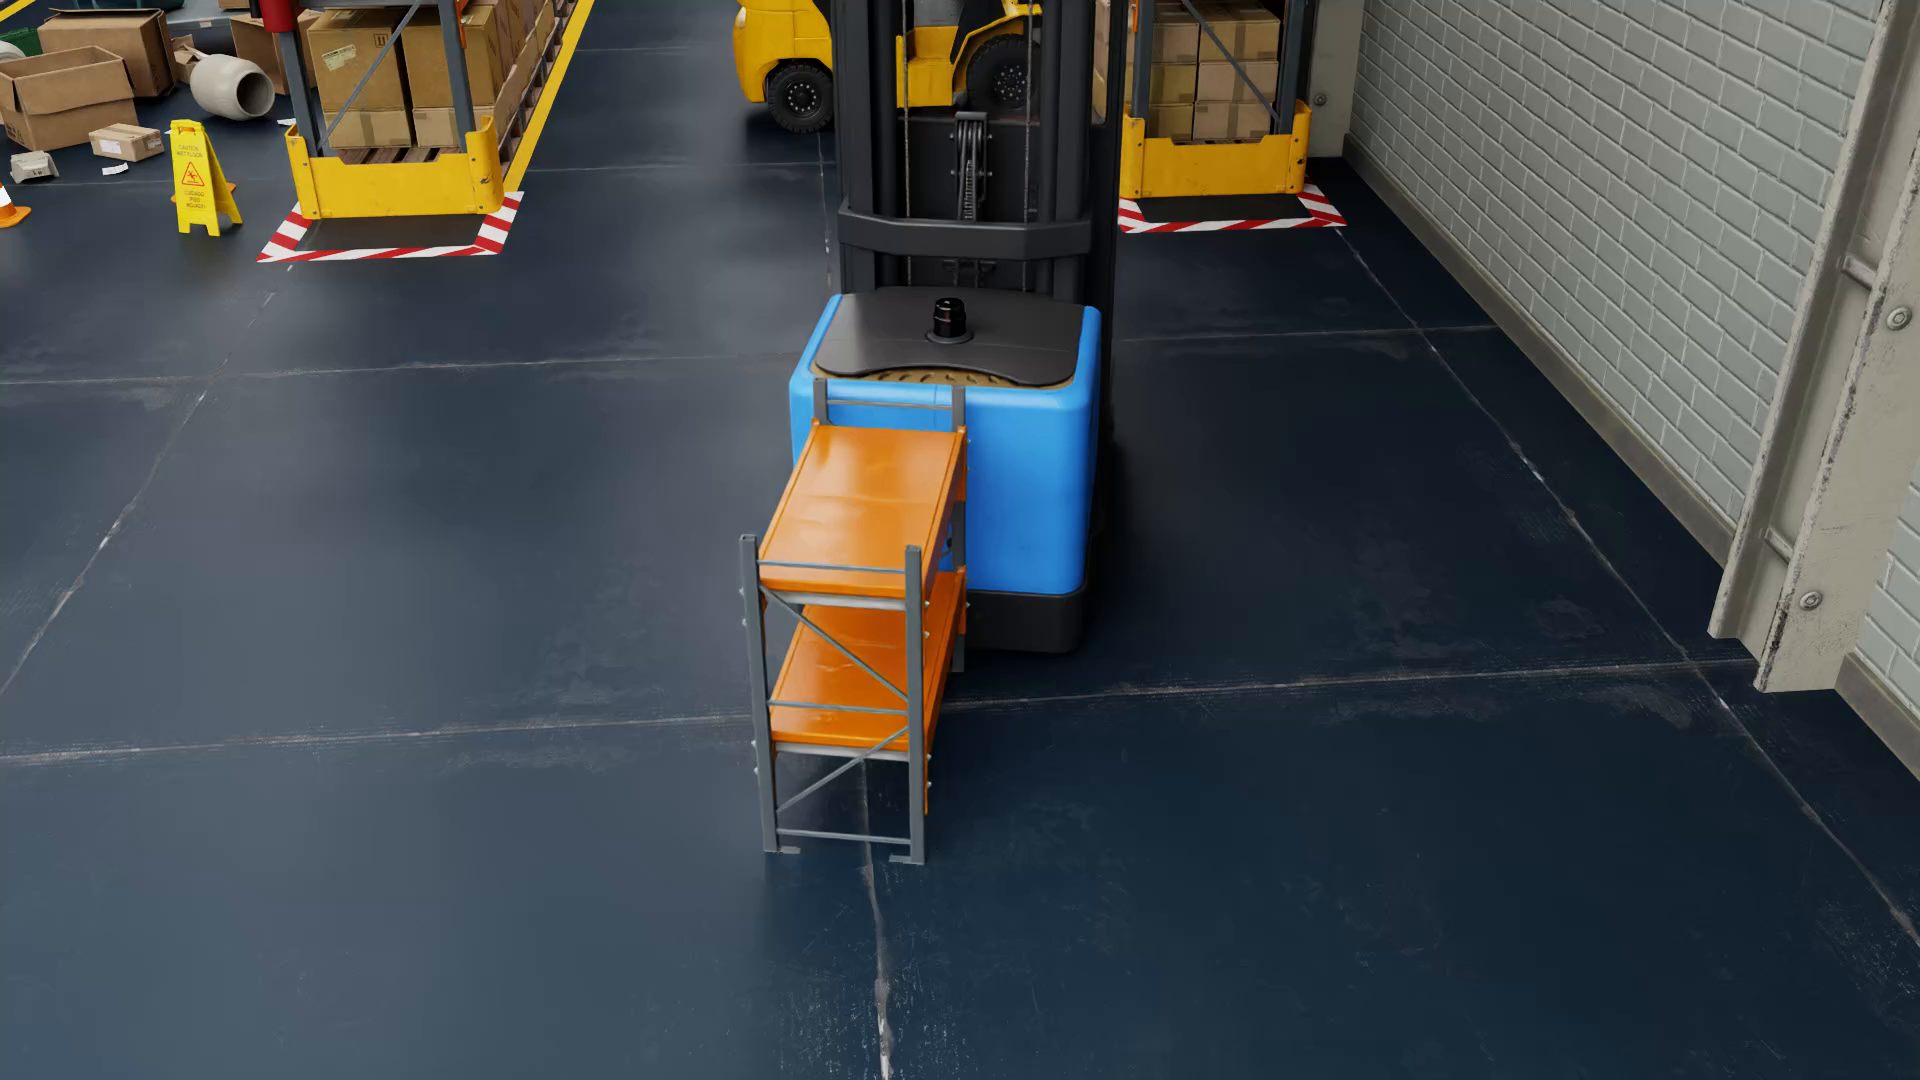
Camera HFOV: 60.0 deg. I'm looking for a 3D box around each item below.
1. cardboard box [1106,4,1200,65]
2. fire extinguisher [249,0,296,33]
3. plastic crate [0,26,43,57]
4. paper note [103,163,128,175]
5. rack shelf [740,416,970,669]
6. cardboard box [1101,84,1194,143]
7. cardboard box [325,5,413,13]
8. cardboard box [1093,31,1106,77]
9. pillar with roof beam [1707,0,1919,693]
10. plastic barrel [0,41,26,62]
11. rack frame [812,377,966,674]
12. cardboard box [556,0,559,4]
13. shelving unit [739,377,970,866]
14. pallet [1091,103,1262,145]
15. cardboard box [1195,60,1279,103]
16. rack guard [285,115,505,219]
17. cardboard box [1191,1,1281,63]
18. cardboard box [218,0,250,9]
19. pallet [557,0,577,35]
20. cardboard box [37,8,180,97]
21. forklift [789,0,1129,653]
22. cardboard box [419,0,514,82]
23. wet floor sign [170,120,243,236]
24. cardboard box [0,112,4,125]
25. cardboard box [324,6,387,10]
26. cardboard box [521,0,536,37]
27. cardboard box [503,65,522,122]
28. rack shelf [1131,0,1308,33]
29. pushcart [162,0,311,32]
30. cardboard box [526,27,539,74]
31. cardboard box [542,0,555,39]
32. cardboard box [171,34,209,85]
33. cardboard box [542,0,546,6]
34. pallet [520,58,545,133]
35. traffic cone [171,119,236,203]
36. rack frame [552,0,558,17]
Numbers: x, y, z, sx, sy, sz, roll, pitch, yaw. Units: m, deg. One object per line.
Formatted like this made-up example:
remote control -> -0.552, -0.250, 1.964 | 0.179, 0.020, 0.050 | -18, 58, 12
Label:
cardboard box -> 1.204, -3.174, 10.435 | 0.500, 0.250, 0.500 | -2, 31, -3
fire extinguisher -> -3.832, -3.171, 9.209 | 0.296, 0.674, 0.183 | -3, 31, -5
plastic crate -> -7.356, -3.830, 12.922 | 0.450, 0.188, 0.662 | 4, 30, 26
paper note -> -5.454, -2.397, 10.734 | 0.148, 0.019, 0.142 | -14, 33, -22
rack shelf -> -0.293, -0.020, 5.116 | 0.538, 0.278, 1.000 | 4, 31, 6
cardboard box -> 1.199, -2.749, 10.699 | 0.500, 0.250, 0.500 | -3, 31, -4
cardboard box -> -3.771, -3.269, 10.839 | 0.500, 0.500, 0.500 | -2, 31, -3
cardboard box -> 1.165, -3.229, 11.015 | 0.500, 0.250, 0.500 | -3, 31, -5
pillar with roof beam -> -1.336, -3.229, 3.380 | 9.100, 9.000, 0.400 | -3, 31, -5
plastic barrel -> -7.043, -3.426, 12.074 | 0.512, 0.421, 0.421 | 20, 36, 29
rack frame -> -0.232, -0.028, 5.699 | 0.500, 1.125, 0.032 | 4, 31, 6
cardboard box -> -3.809, -4.647, 13.757 | 0.950, 0.372, 0.625 | -2, 31, -4
shelving unit -> -0.293, 0.231, 5.266 | 0.538, 1.125, 1.048 | 4, 31, 6
pallet -> 1.445, -2.716, 11.091 | 1.003, 0.211, 1.213 | -3, 31, -5
cardboard box -> 1.721, -2.989, 10.613 | 0.500, 0.250, 0.500 | -2, 31, -4
rack guard -> -3.391, -2.250, 10.030 | 1.175, 0.500, 0.348 | -3, 31, -5
cardboard box -> 1.701, -3.208, 10.492 | 0.500, 0.250, 0.500 | -3, 31, -5
cardboard box -> -5.527, -4.478, 13.021 | 0.500, 0.500, 0.500 | -3, 31, -5
pallet -> -3.832, -4.527, 14.123 | 1.003, 0.211, 1.213 | -3, 31, -5
cardboard box -> -6.164, -3.524, 12.026 | 0.797, 0.637, 0.503 | -3, 31, -5
forklift -> 0.100, -1.589, 6.552 | 1.130, 2.935, 3.031 | 4, 31, 6
cardboard box -> -3.240, -3.310, 10.908 | 0.500, 0.500, 0.500 | -4, 31, -6
wet floor sign -> -4.431, -2.126, 9.679 | 0.267, 0.644, 0.232 | 8, 32, 13
cardboard box -> -6.682, -3.075, 11.639 | 0.396, 0.266, 0.258 | 2, 31, 4
cardboard box -> -3.820, -3.466, 10.535 | 0.380, 0.149, 0.250 | -2, 31, -3
cardboard box -> -3.337, -3.839, 11.793 | 0.500, 0.500, 0.500 | -1, 31, -2
cardboard box -> -3.224, -2.971, 11.070 | 0.500, 0.250, 0.500 | -2, 31, -3
rack shelf -> 1.371, -4.237, 11.619 | 1.077, 0.370, 4.000 | -3, 31, -5
pushcart -> -6.023, -4.066, 13.190 | 1.648, 0.377, 0.936 | -14, 33, -22
cardboard box -> -3.332, -3.506, 11.967 | 0.500, 0.250, 0.500 | -2, 31, -4
cardboard box -> -3.435, -4.038, 12.857 | 0.500, 0.250, 0.500 | -1, 31, -2
cardboard box -> -5.818, -3.634, 12.576 | 0.396, 0.266, 0.258 | 27, 40, 37
cardboard box -> -3.435, -4.359, 12.664 | 0.500, 0.500, 0.500 | -3, 31, -5
pallet -> -3.543, -3.164, 11.842 | 1.003, 0.211, 1.213 | -3, 31, -5
traffic cone -> -4.708, -2.353, 10.239 | 0.336, 0.463, 0.334 | -3, 31, -5
rack frame -> -3.758, -5.327, 12.743 | 1.000, 3.000, 0.127 | -3, 31, -5
